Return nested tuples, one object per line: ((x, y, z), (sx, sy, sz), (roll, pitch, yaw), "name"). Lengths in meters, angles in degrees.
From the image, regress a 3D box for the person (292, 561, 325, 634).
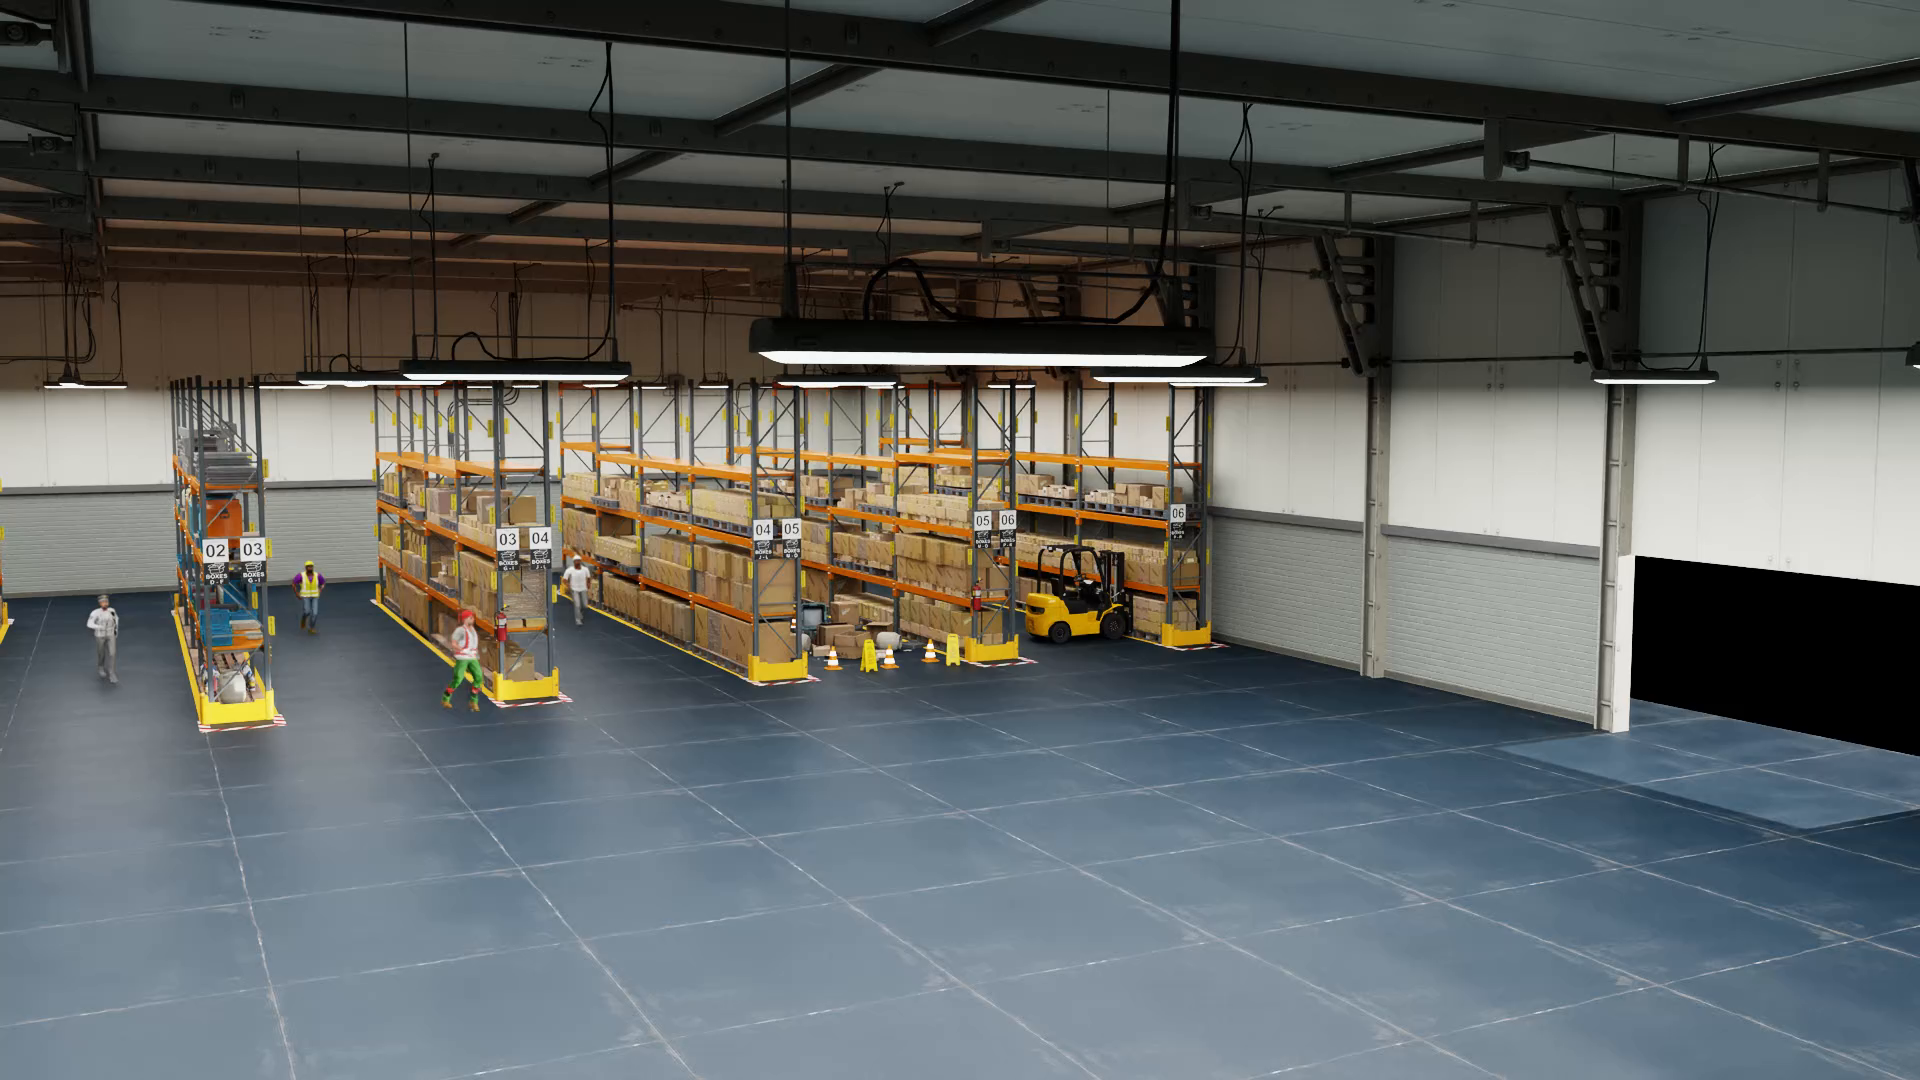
((-15.421, 1.359, 39.451), (0.730, 1.726, 0.594), (-3, 6, -32), "person")

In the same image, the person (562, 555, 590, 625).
((-9.409, 1.230, 40.890), (0.689, 1.718, 0.610), (-3, 6, -27), "person")

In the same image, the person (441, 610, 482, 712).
((-8.912, 2.133, 30.036), (0.775, 1.723, 0.719), (3, 6, 26), "person")

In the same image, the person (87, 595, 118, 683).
((-16.976, 1.933, 32.997), (0.602, 1.711, 0.886), (-4, 6, -37), "person")
